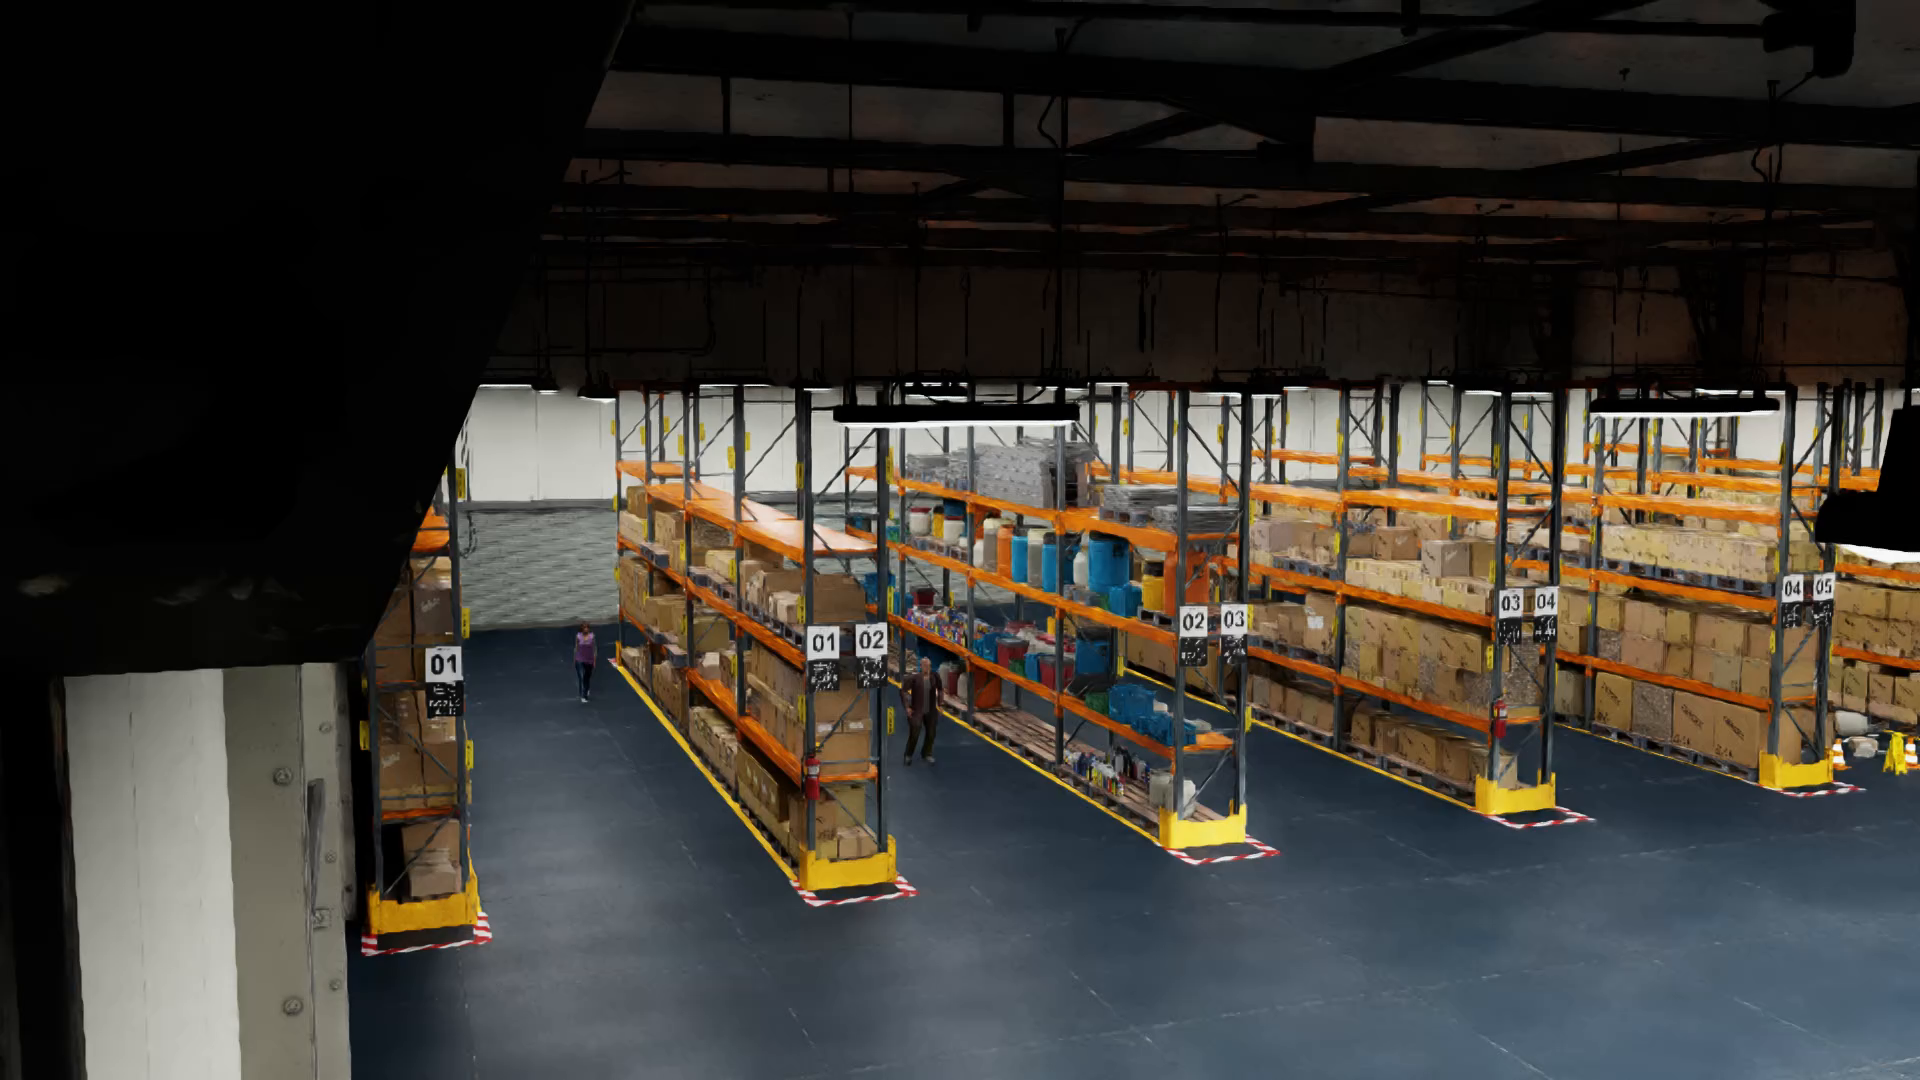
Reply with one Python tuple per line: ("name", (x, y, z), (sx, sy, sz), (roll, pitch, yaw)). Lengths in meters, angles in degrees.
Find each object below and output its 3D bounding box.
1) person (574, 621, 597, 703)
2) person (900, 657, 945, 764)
("person", (-7.036, 2.257, 31.288), (0.415, 1.517, 1.042), (-2, 7, -22))
("person", (-0.605, 2.691, 26.356), (0.729, 1.733, 0.546), (-2, 6, -21))
